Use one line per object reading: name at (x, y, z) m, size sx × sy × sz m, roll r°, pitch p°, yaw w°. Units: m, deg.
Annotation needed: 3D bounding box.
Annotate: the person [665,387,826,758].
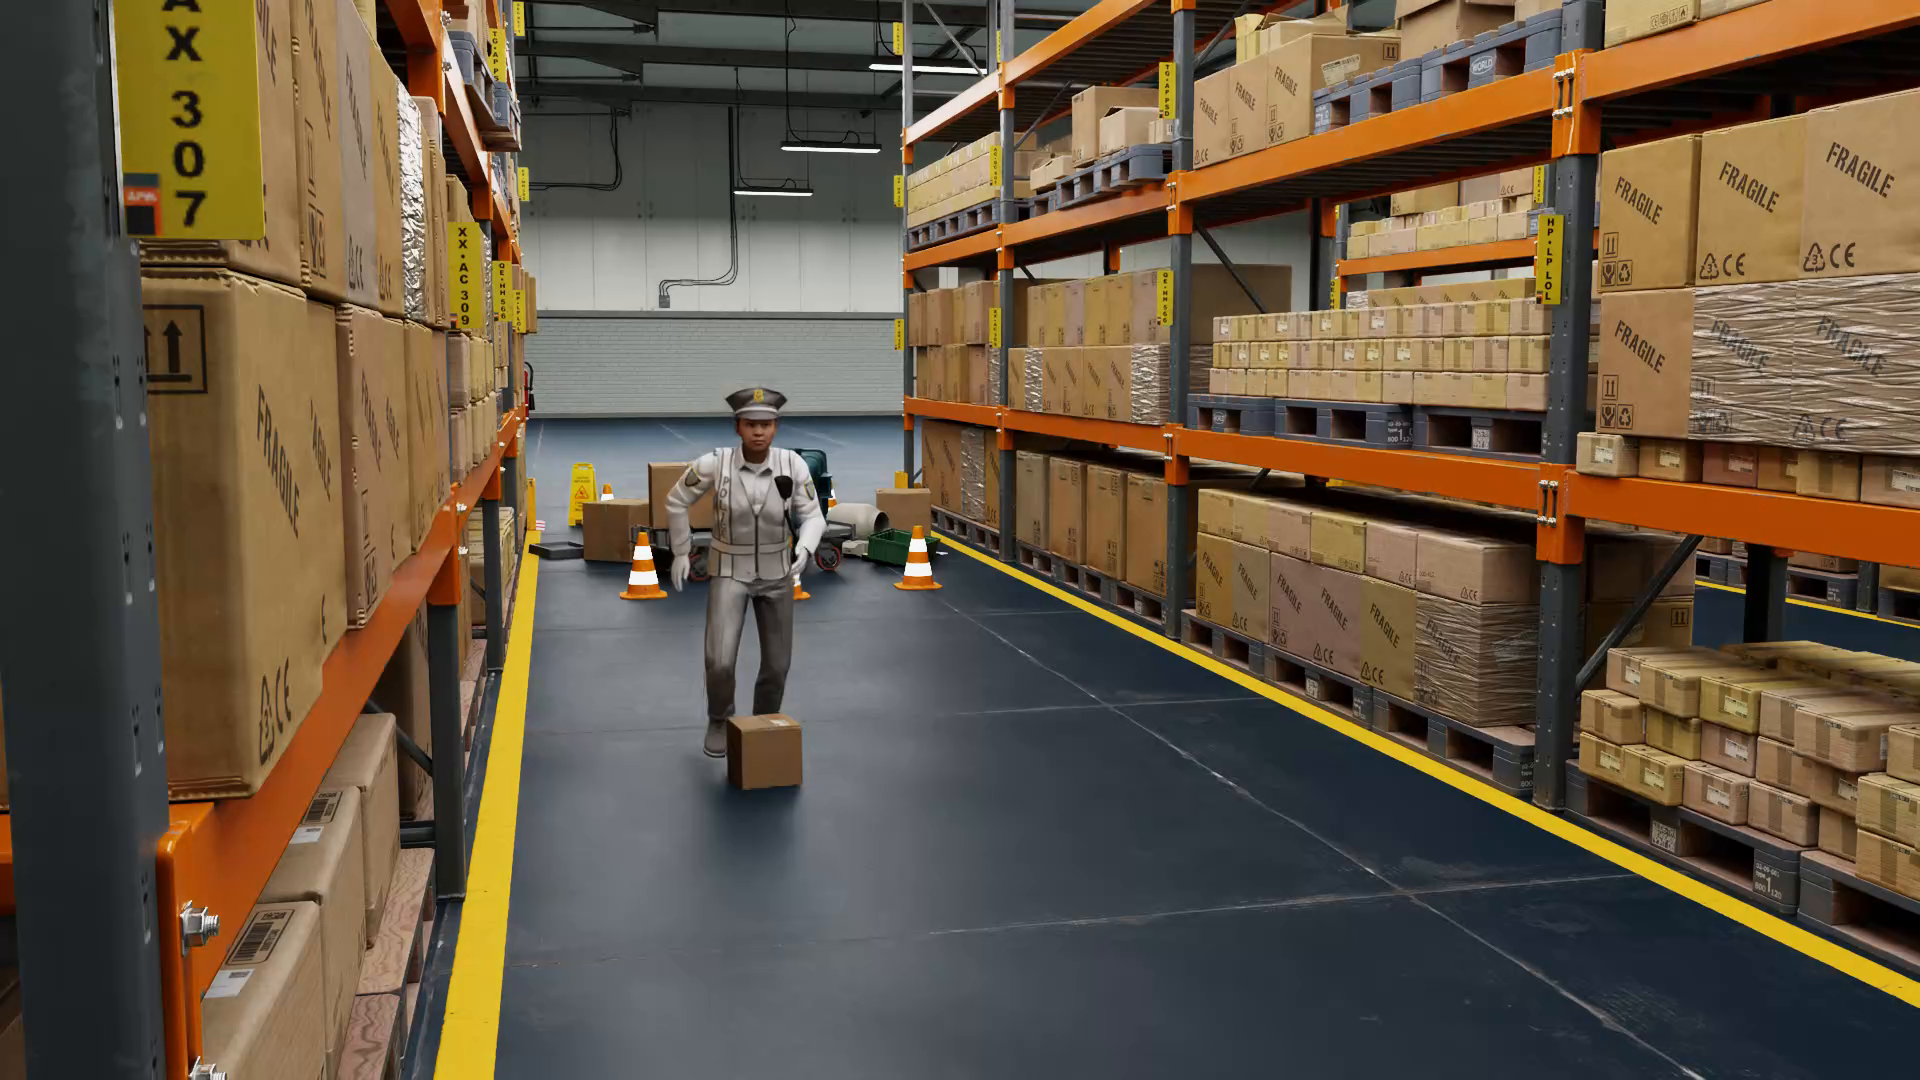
person at (-0.880, 0.164, 6.915) m, size 0.639 × 1.602 × 0.739 m, roll -2°, pitch 7°, yaw -19°
